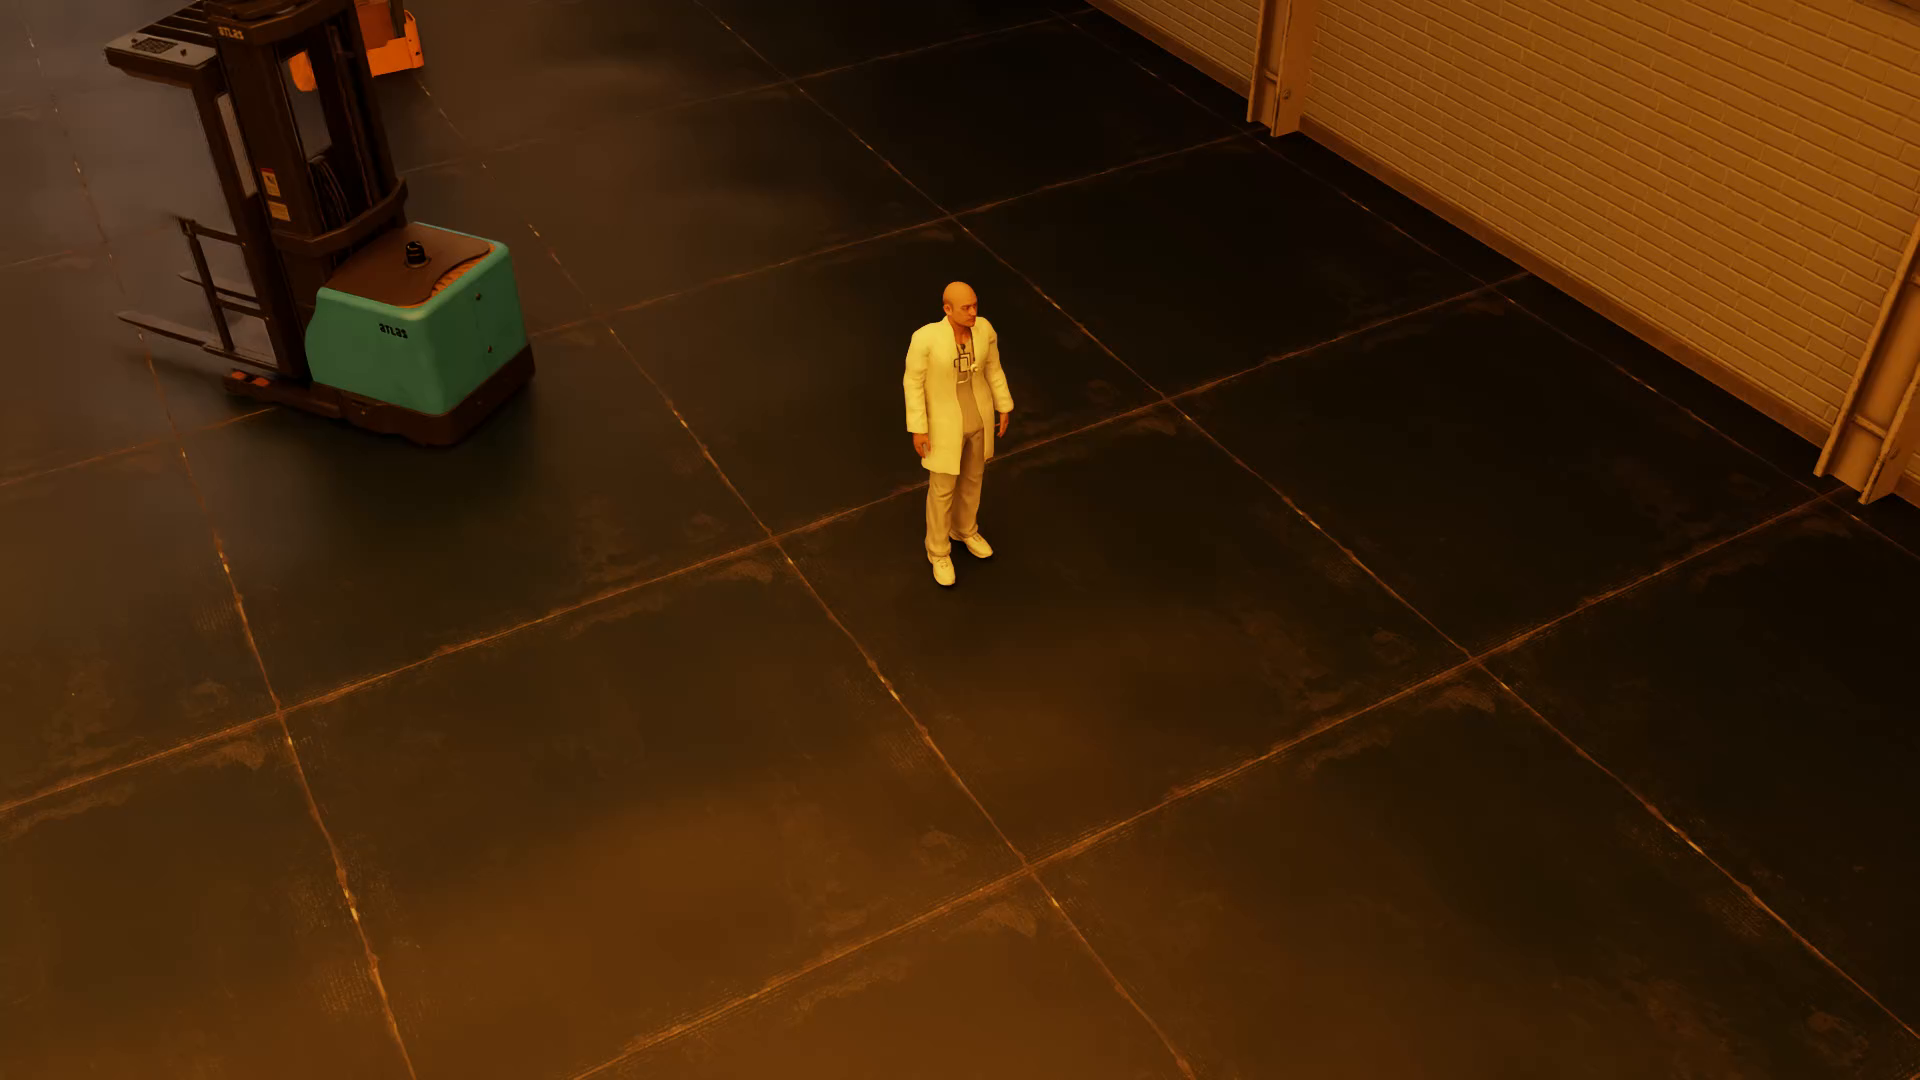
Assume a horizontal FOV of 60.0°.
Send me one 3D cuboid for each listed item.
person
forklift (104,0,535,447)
[{"bbox_3d":[0.043,-0.638,9.697,0.698,1.777,0.578,-20,44,-23],"label":"person"},{"bbox_3d":[-4.535,-2.370,10.894,3.031,2.935,1.130,16,42,18],"label":"forklift"}]
